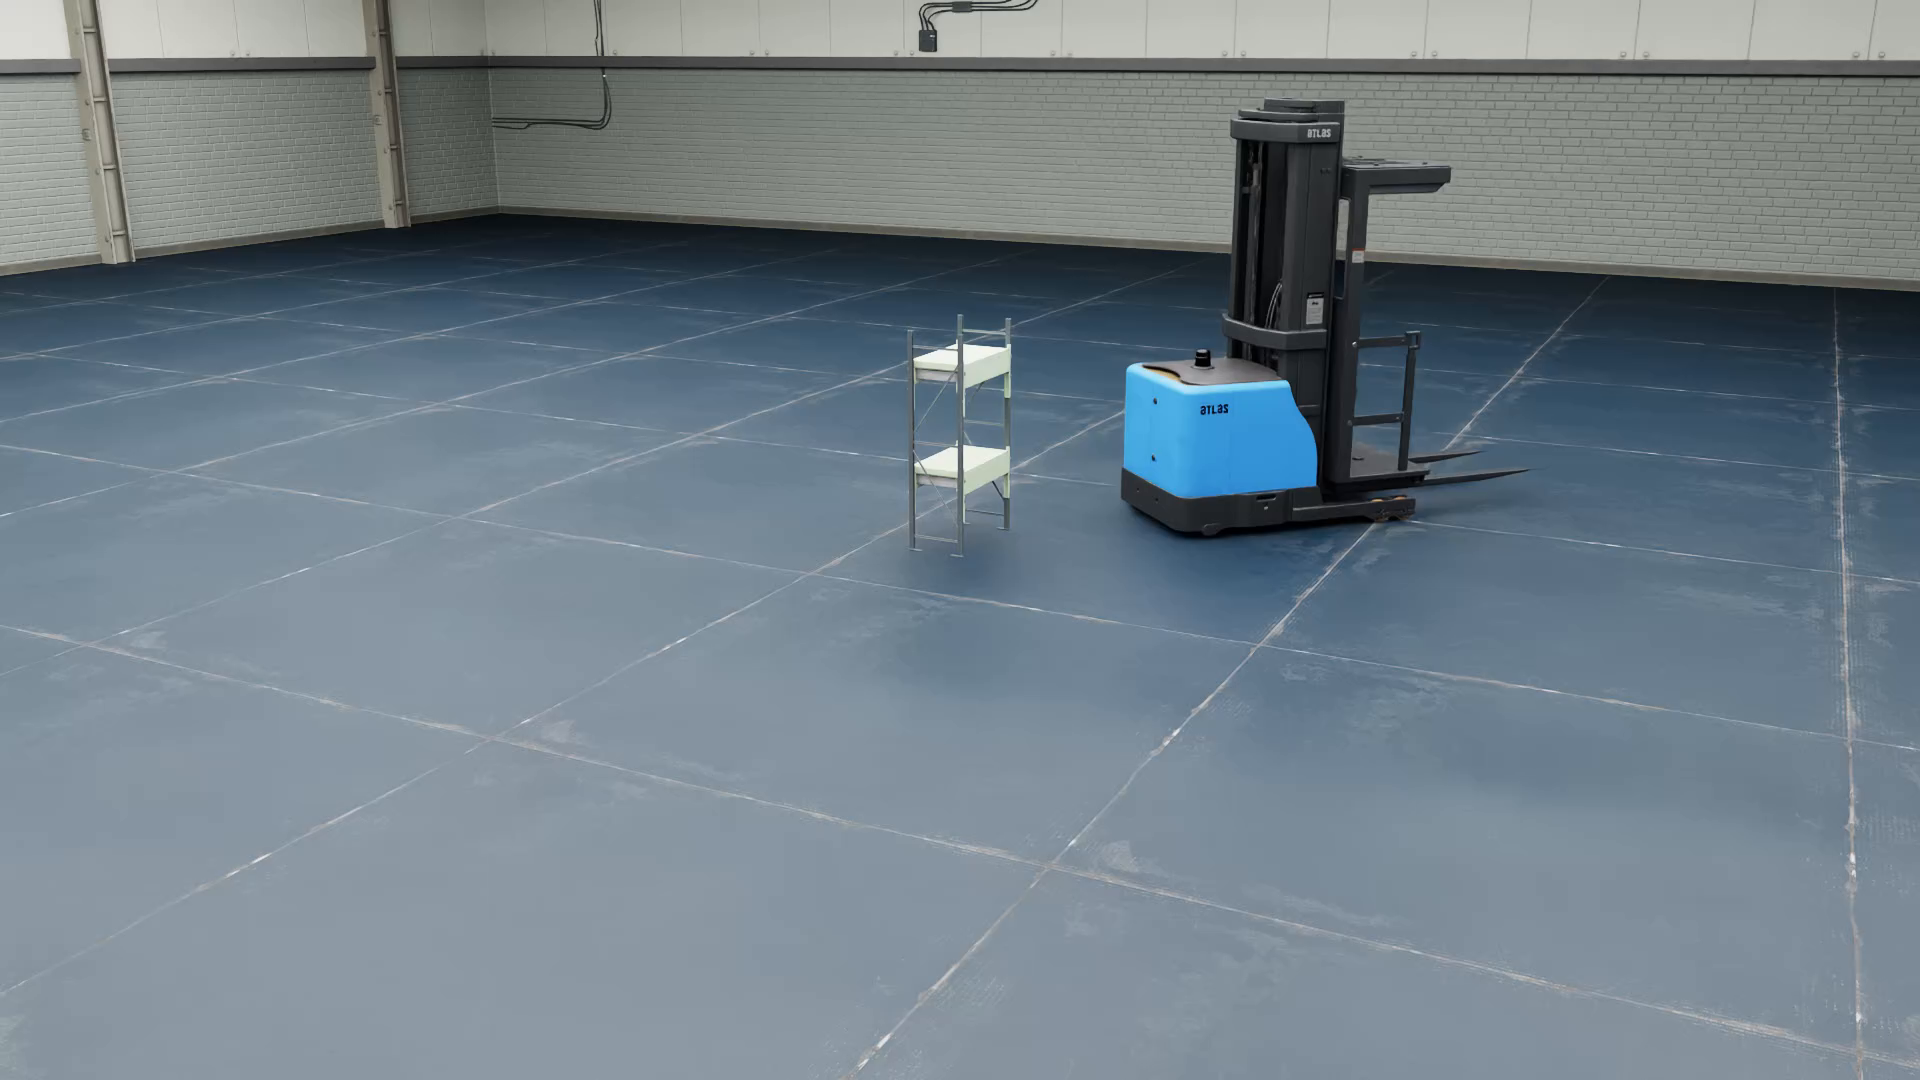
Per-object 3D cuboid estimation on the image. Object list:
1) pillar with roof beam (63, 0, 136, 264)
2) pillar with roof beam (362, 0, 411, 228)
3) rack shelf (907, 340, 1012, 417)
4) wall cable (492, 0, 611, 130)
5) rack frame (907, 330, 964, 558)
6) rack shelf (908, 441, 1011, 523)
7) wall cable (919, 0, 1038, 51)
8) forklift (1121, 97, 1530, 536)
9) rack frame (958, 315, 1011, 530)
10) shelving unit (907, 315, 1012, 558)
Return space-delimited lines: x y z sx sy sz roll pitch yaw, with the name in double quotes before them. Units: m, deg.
"pillar with roof beam" -9.485 -8.170 23.226 9.100 9.000 0.400 8 18 25
"pillar with roof beam" -6.804 -9.698 28.372 9.100 9.000 0.400 8 18 25
"rack shelf" 0.003 -1.095 11.205 0.431 0.370 0.720 8 18 25
"wall cable" -8.156 -9.340 32.618 3.097 2.526 0.112 8 18 25
"rack frame" -0.161 -0.627 11.003 0.400 1.500 0.023 8 18 25
"rack shelf" 0.003 -0.408 11.409 0.431 0.370 0.720 8 18 25
"wall cable" 0.330 -11.247 27.612 2.305 6.003 0.169 8 18 25
"forklift" 2.763 -1.668 11.994 3.031 2.935 1.130 -6 18 -19
"rack frame" 0.167 -0.814 11.630 0.400 1.500 0.023 8 18 25
"shelving unit" 0.003 -0.721 11.317 0.431 1.500 0.755 8 18 25
